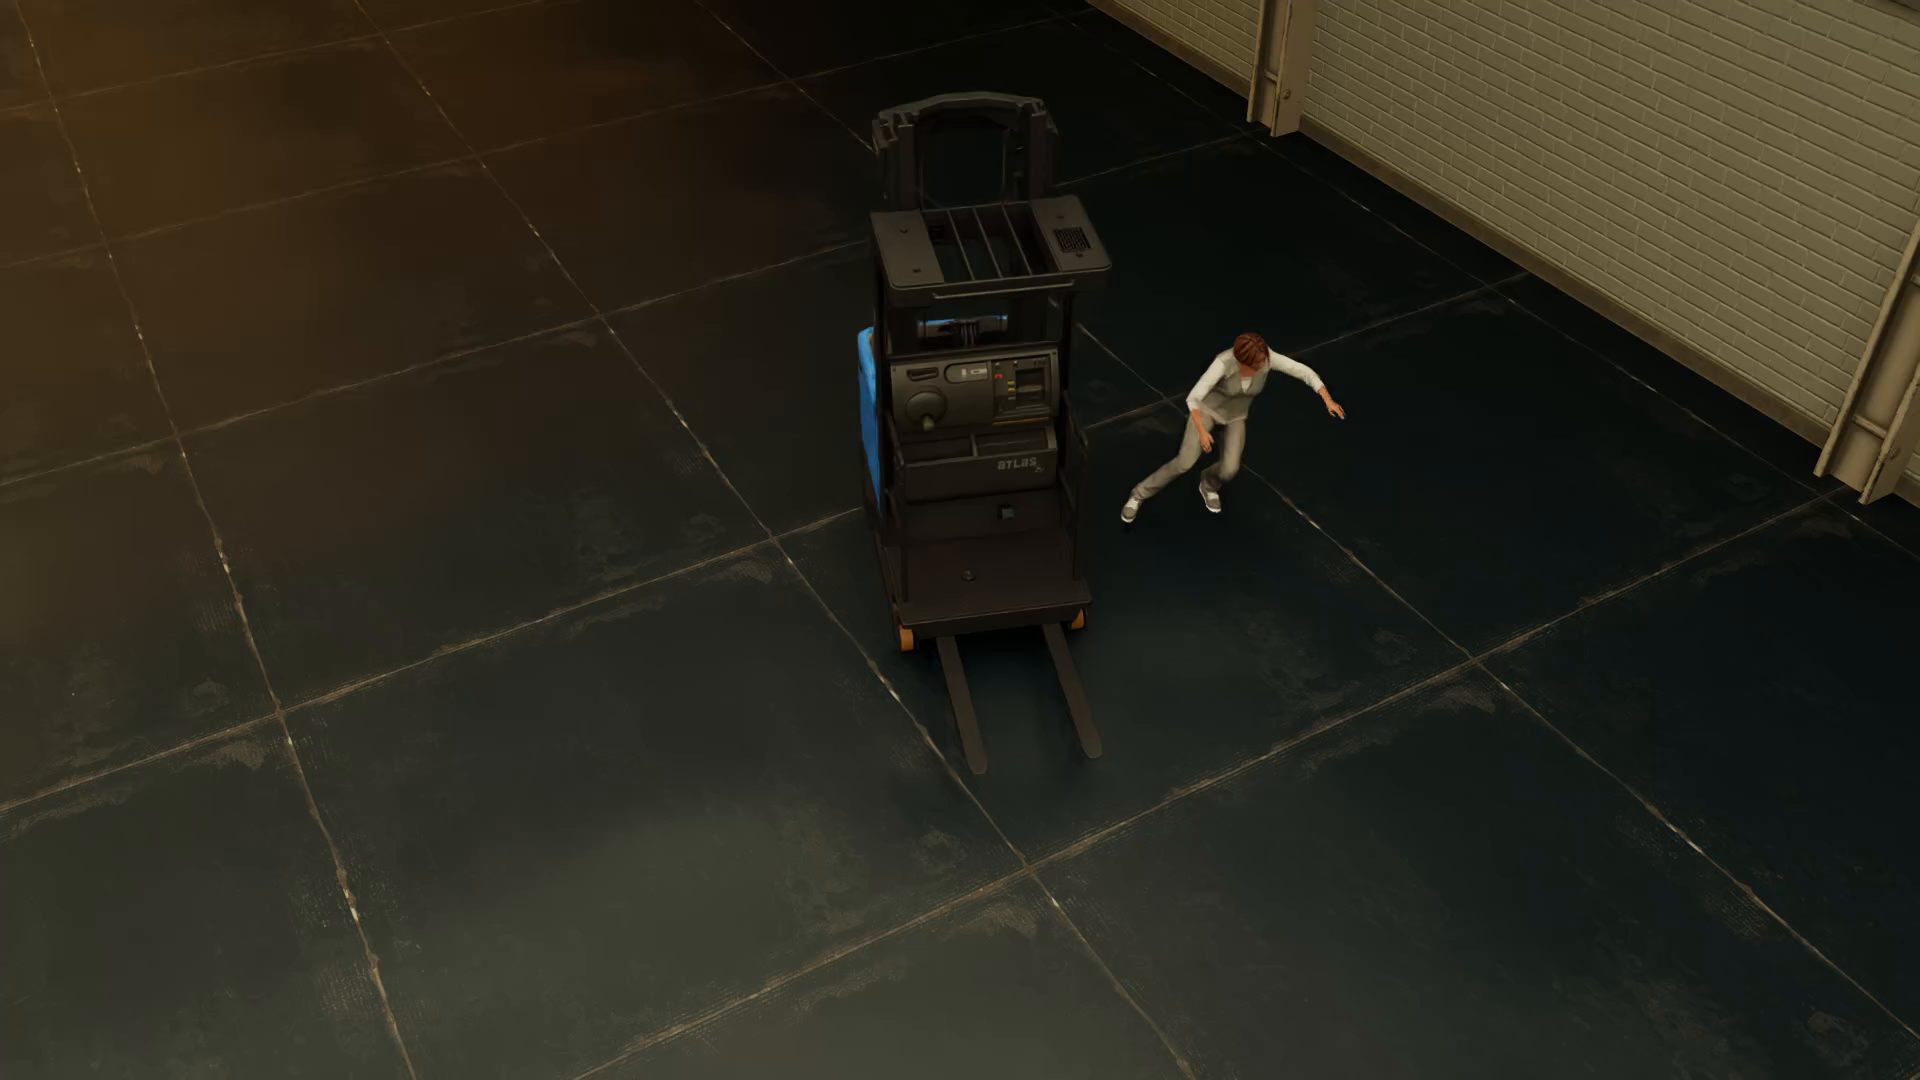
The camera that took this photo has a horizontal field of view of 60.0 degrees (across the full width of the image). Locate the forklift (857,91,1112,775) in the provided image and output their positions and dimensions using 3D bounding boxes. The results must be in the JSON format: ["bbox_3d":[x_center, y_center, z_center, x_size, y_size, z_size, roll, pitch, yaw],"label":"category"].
[{"bbox_3d":[0.126,-0.743,8.932,1.130,2.935,3.031,-7,40,-8],"label":"forklift"}]

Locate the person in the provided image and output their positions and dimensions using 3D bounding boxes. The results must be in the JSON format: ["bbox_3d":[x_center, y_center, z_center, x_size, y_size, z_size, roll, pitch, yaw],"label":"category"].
[{"bbox_3d":[1.600,-0.662,10.090,1.208,1.361,0.766,-7,40,-8],"label":"person"}]
